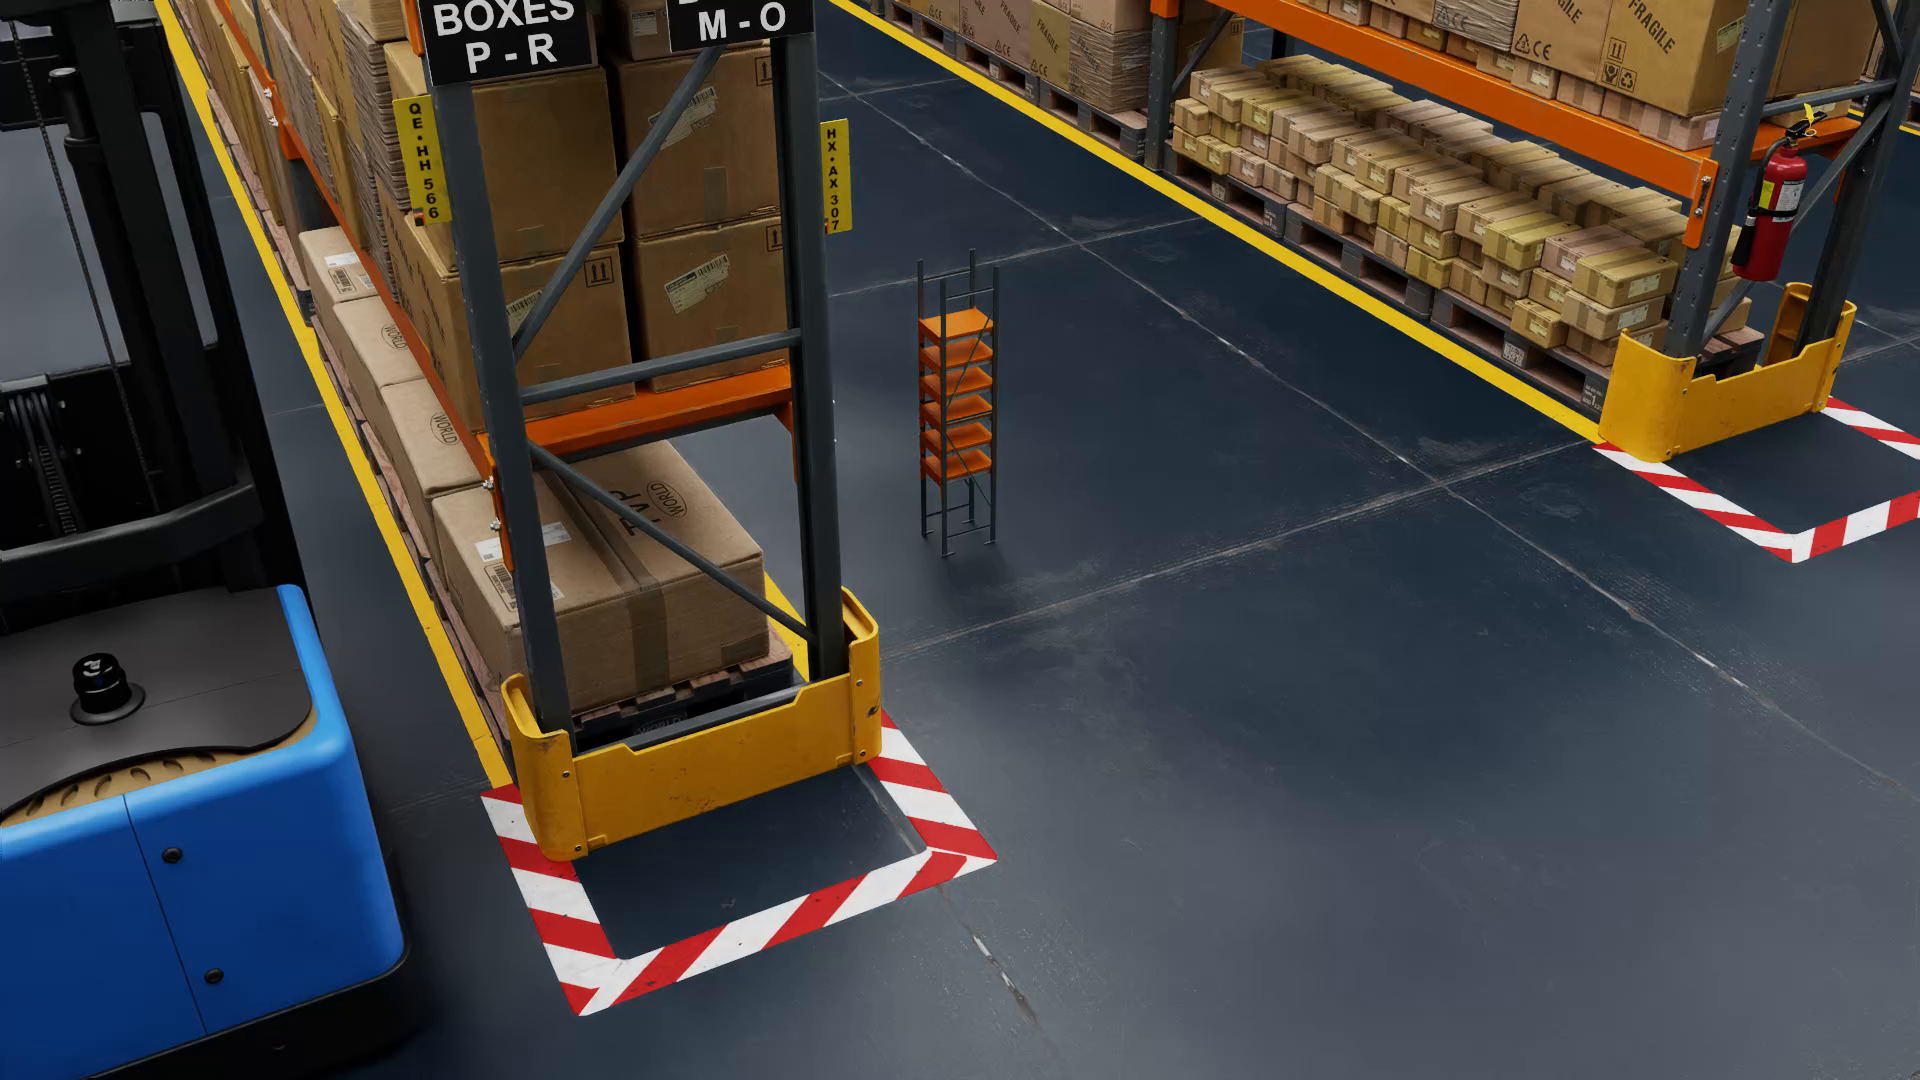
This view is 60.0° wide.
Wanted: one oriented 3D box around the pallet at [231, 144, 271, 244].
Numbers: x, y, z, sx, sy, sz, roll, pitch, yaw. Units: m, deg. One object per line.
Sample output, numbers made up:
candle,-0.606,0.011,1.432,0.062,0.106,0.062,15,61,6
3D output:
pallet,-3.714,-2.153,9.915,1.003,0.211,1.213,-16,36,-23

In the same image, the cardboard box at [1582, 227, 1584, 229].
cardboard box,3.171,-1.585,8.421,0.380,0.149,0.250,-15,35,-22

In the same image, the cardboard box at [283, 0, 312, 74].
cardboard box,-2.248,-2.080,6.196,0.500,0.500,0.500,-15,36,-22

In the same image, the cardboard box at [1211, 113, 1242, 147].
cardboard box,1.701,-2.438,9.753,0.380,0.149,0.250,-16,36,-23

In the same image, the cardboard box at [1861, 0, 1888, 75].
cardboard box,6.289,-3.835,11.535,0.875,0.875,0.875,-16,36,-23

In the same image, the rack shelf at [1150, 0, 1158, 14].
rack shelf,0.685,-4.340,11.410,1.077,0.370,4.000,-16,36,-23

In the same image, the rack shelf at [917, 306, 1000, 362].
rack shelf,-0.007,-0.778,6.267,0.258,0.103,0.180,-16,36,-23

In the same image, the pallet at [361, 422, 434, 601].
pallet,-1.856,-0.255,6.953,1.003,0.211,1.213,-16,36,-23

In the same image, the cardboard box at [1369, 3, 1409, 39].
cardboard box,2.283,-2.632,8.311,0.380,0.149,0.250,-14,35,-21

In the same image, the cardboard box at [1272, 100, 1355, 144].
cardboard box,1.974,-2.325,9.301,0.380,0.149,0.250,-17,36,-24

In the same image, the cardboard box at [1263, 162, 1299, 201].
cardboard box,1.951,-2.069,9.452,0.380,0.149,0.250,-17,36,-24

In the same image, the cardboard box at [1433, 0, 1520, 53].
cardboard box,2.565,-2.583,7.633,0.500,0.500,0.500,-16,36,-23

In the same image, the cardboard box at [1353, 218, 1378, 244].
cardboard box,2.334,-1.695,8.868,0.380,0.149,0.250,-15,36,-22

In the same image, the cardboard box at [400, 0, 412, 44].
cardboard box,-1.334,-1.458,4.625,0.380,0.149,0.250,-15,36,-22

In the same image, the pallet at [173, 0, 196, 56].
pallet,-5.507,-4.084,12.930,1.003,0.211,1.213,-16,36,-23

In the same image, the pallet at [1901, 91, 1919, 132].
pallet,6.910,-2.748,10.843,1.003,0.211,1.213,-16,36,-23

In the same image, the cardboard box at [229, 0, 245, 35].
cardboard box,-3.383,-2.726,8.363,0.500,0.250,0.500,-16,36,-24

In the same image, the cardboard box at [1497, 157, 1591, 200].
cardboard box,2.990,-1.828,8.524,0.380,0.149,0.250,-14,35,-21

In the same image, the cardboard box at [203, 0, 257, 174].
cardboard box,-3.919,-2.809,9.934,0.875,0.875,0.875,-15,36,-23

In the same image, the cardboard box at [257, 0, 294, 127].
cardboard box,-2.727,-2.147,7.228,0.500,0.500,0.500,-15,35,-22

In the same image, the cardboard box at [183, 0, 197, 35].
cardboard box,-5.185,-3.996,12.254,0.950,0.372,0.625,-17,36,-24

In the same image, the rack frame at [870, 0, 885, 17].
rack frame,-0.248,-5.597,12.706,1.000,3.000,0.127,-16,36,-23

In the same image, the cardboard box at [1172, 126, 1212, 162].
cardboard box,1.503,-2.410,9.985,0.380,0.149,0.250,-18,37,-25

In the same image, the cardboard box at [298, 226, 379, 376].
cardboard box,-2.517,-1.166,7.776,0.875,0.438,0.875,-16,36,-24

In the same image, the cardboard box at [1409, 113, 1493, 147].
cardboard box,2.687,-2.207,9.116,0.380,0.149,0.250,-17,36,-25

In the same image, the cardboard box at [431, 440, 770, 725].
cardboard box,-1.246,0.126,5.758,0.875,0.438,0.875,-17,36,-25

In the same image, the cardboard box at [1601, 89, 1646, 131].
cardboard box,2.998,-1.886,7.146,0.380,0.149,0.250,-16,36,-23

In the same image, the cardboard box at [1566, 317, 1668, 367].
cardboard box,3.052,-0.954,7.713,0.380,0.149,0.250,-15,36,-22

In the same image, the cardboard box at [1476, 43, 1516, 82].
cardboard box,2.631,-2.251,7.716,0.380,0.149,0.250,-18,37,-25

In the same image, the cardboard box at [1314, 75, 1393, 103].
cardboard box,2.290,-2.582,9.701,0.380,0.149,0.250,-16,36,-24

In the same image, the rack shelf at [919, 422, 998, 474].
rack shelf,-0.007,-0.374,6.526,0.258,0.103,0.180,-16,36,-23

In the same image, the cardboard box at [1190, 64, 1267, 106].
cardboard box,1.595,-2.699,9.883,0.380,0.149,0.250,-14,35,-21

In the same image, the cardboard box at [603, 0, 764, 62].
cardboard box,-0.770,-1.461,4.629,0.380,0.149,0.250,-15,36,-22

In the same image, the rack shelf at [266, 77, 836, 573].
rack shelf,-1.782,-1.138,6.412,1.077,0.370,4.000,-16,36,-23

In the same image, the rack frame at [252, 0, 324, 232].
rack frame,-2.715,-2.395,7.707,1.000,3.000,0.127,-16,36,-23

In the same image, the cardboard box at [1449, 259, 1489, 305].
cardboard box,2.669,-1.314,8.274,0.380,0.149,0.250,-15,36,-23

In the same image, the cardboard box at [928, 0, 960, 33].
cardboard box,0.094,-4.081,12.267,0.500,0.500,0.500,-15,36,-23

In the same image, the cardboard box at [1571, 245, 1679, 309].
cardboard box,3.011,-1.195,7.537,0.380,0.149,0.250,-15,36,-23

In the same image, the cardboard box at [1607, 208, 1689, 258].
cardboard box,3.304,-1.443,7.924,0.380,0.149,0.250,-15,36,-22

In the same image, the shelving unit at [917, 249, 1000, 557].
shelving unit,-0.007,-0.512,6.437,0.258,1.200,0.189,-16,36,-23

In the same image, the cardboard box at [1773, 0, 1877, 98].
cardboard box,3.517,-2.230,7.082,0.500,0.500,0.500,-14,35,-21

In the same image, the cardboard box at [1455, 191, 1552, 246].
cardboard box,2.647,-1.561,8.107,0.380,0.149,0.250,-17,37,-25

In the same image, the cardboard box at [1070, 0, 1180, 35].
cardboard box,1.046,-3.420,10.540,0.500,0.250,0.500,-17,36,-24

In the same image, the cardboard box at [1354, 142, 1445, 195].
cardboard box,2.301,-1.946,8.709,0.380,0.149,0.250,-16,36,-23

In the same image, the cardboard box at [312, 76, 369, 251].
cardboard box,-2.030,-1.421,6.095,0.500,0.500,0.500,-15,35,-22

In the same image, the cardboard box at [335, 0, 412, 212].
cardboard box,-1.555,-1.361,5.075,0.500,0.500,0.500,-16,36,-23

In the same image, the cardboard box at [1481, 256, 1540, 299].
cardboard box,2.740,-1.309,7.990,0.380,0.149,0.250,-17,37,-25

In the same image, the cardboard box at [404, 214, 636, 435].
cardboard box,-1.309,-0.692,4.956,0.500,0.500,0.500,-16,36,-23

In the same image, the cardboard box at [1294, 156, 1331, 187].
cardboard box,2.077,-2.064,9.169,0.380,0.149,0.250,-14,35,-21

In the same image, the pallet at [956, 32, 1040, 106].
pallet,0.680,-3.468,11.968,1.003,0.211,1.213,-16,36,-23

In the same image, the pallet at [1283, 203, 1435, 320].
pallet,2.535,-1.619,9.082,1.003,0.211,1.213,-16,36,-23

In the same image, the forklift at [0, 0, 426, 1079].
forklift,-2.606,-0.434,4.710,1.130,2.935,3.031,-16,36,-23

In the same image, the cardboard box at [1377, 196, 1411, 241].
cardboard box,2.384,-1.679,8.568,0.380,0.149,0.250,-14,35,-21

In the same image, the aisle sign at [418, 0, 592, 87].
aisle sign,-1.090,-1.468,3.851,0.394,0.787,0.004,-16,36,-23

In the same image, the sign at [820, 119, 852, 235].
sign,-0.356,-1.021,4.686,0.100,0.325,0.005,-16,36,-23

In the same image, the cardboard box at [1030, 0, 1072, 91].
cardboard box,0.811,-3.347,11.122,0.500,0.500,0.500,-17,36,-24
